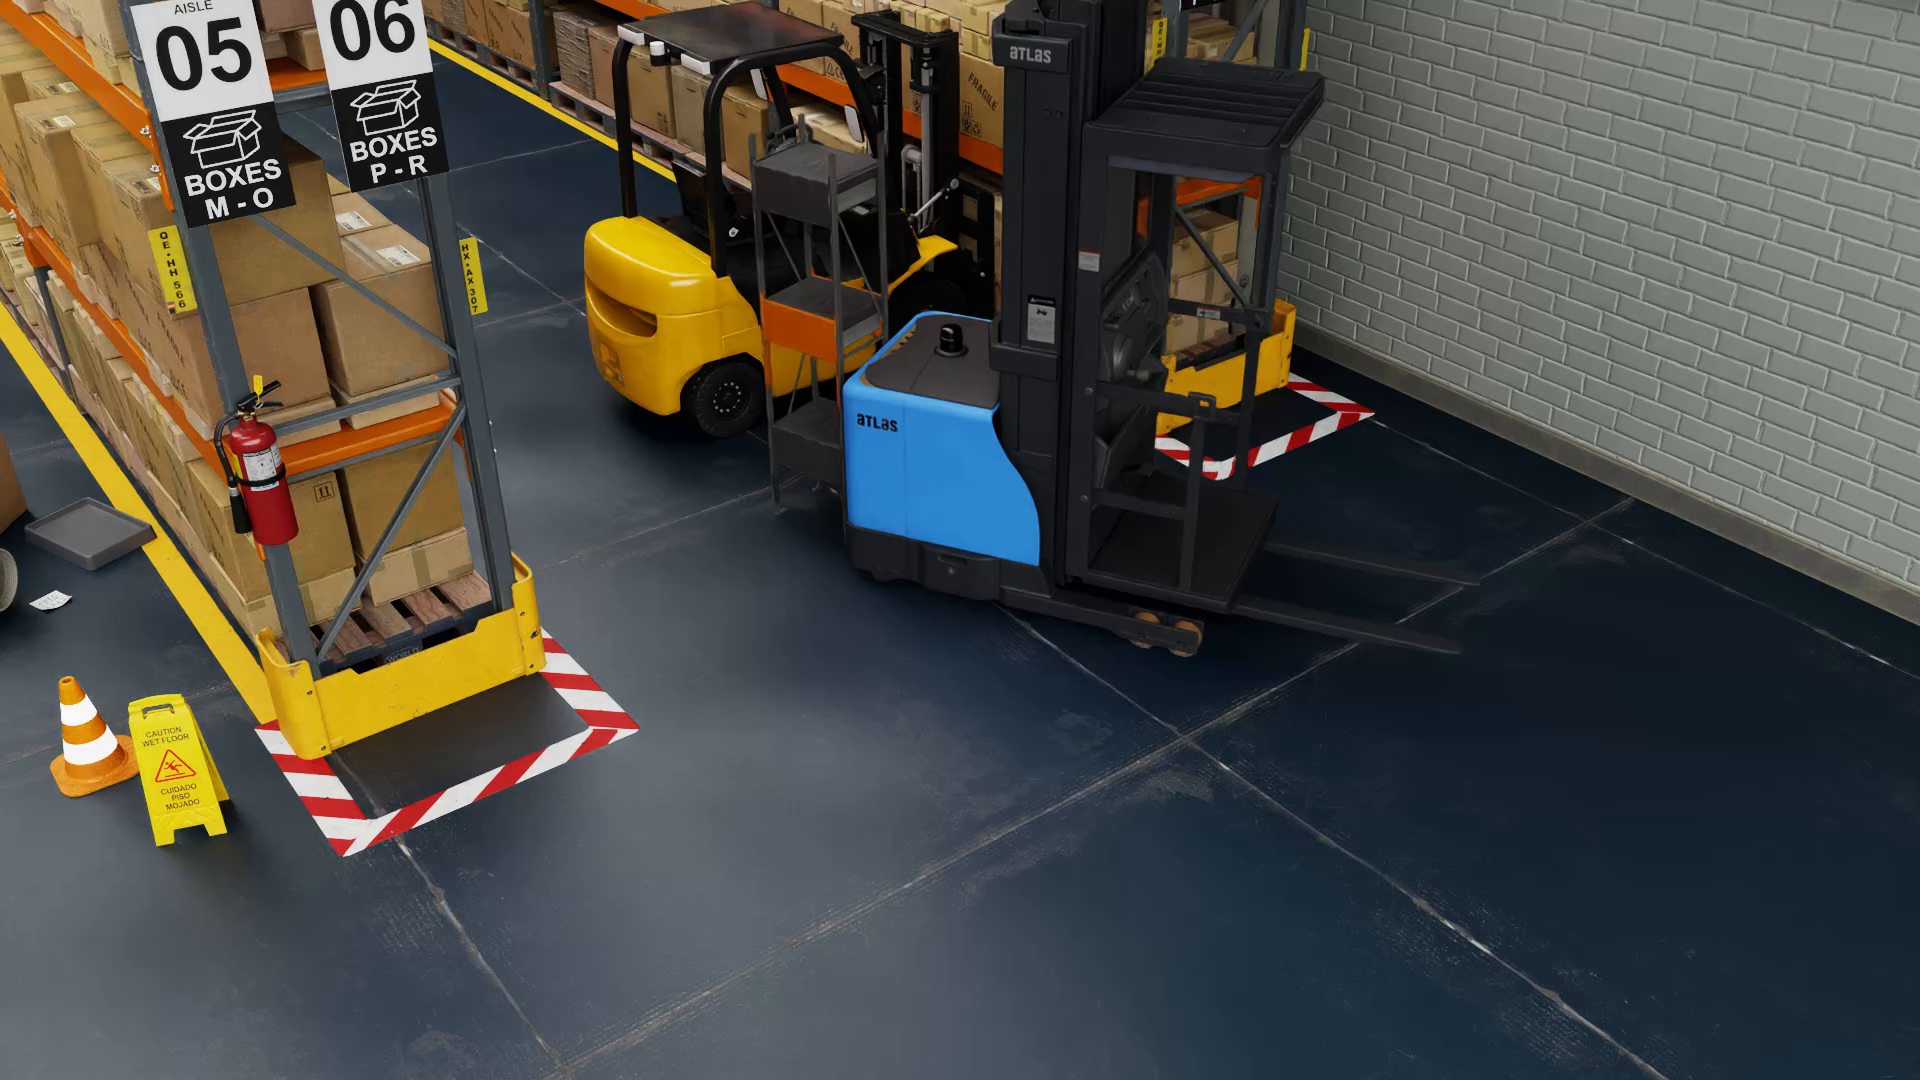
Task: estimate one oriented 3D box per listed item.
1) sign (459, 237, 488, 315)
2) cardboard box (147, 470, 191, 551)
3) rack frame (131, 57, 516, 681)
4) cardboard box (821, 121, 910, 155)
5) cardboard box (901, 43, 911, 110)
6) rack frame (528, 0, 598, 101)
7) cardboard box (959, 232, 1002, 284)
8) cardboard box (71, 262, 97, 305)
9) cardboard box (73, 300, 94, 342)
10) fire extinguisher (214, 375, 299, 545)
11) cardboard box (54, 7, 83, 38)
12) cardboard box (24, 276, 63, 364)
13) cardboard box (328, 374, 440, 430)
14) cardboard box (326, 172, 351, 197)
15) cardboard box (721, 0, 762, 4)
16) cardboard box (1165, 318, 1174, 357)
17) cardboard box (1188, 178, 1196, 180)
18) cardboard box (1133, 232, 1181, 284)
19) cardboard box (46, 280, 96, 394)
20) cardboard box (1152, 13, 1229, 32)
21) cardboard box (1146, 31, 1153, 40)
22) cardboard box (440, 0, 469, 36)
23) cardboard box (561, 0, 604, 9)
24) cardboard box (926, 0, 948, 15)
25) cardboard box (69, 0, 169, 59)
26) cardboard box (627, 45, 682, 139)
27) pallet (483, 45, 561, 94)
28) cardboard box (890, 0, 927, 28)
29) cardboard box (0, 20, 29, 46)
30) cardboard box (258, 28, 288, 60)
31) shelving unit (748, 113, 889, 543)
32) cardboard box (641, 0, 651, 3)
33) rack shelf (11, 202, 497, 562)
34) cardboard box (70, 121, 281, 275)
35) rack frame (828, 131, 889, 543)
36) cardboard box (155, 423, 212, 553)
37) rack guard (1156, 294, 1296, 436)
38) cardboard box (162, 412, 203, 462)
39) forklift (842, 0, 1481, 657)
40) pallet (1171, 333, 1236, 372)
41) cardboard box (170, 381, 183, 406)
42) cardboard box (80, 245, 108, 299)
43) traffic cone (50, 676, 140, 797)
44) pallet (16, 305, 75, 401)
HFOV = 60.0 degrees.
[{"bbox_3d":[-2.009,-1.078,6.822,0.100,0.325,0.005,-22,38,-31],"label":"sign"},{"bbox_3d":[-3.783,-0.230,8.485,0.500,0.250,0.500,-24,39,-33],"label":"cardboard box"},{"bbox_3d":[-2.438,-0.535,6.768,1.000,3.000,0.127,-22,38,-31],"label":"rack frame"},{"bbox_3d":[-0.618,-2.725,11.555,0.500,0.250,0.500,-22,38,-31],"label":"cardboard box"},{"bbox_3d":[-0.262,-3.160,10.900,0.500,0.500,0.500,-23,38,-32],"label":"cardboard box"},{"bbox_3d":[-3.425,-5.476,14.725,1.000,3.000,0.127,-22,38,-31],"label":"rack frame"},{"bbox_3d":[0.303,-1.888,10.680,0.500,0.250,0.500,-23,39,-32],"label":"cardboard box"},{"bbox_3d":[-4.174,-1.324,8.277,0.380,0.149,0.250,-22,38,-31],"label":"cardboard box"},{"bbox_3d":[-4.396,-1.188,8.702,0.380,0.149,0.250,-21,37,-30],"label":"cardboard box"},{"bbox_3d":[-2.732,-0.305,6.472,0.296,0.674,0.183,-22,38,-31],"label":"fire extinguisher"},{"bbox_3d":[-3.485,-2.191,6.830,0.380,0.149,0.250,-23,38,-32],"label":"cardboard box"},{"bbox_3d":[-5.214,-1.482,10.385,0.950,0.372,0.625,-22,38,-31],"label":"cardboard box"},{"bbox_3d":[-2.483,-0.637,7.170,0.380,0.149,0.250,-22,38,-31],"label":"cardboard box"},{"bbox_3d":[-3.143,-1.418,7.813,0.500,0.500,0.500,-23,39,-32],"label":"cardboard box"},{"bbox_3d":[-1.475,-4.080,12.144,0.500,0.250,0.500,-23,39,-32],"label":"cardboard box"},{"bbox_3d":[0.943,-1.246,10.122,0.500,0.250,0.500,-22,38,-31],"label":"cardboard box"},{"bbox_3d":[1.396,-2.481,9.807,0.500,0.500,0.500,-21,37,-30],"label":"cardboard box"},{"bbox_3d":[0.952,-1.668,9.854,0.500,0.250,0.500,-21,37,-30],"label":"cardboard box"},{"bbox_3d":[-4.742,-1.198,9.332,0.500,0.500,0.500,-20,37,-29],"label":"cardboard box"},{"bbox_3d":[1.330,-2.927,9.628,0.380,0.149,0.250,-21,37,-30],"label":"cardboard box"},{"bbox_3d":[0.919,-2.761,9.360,0.380,0.149,0.250,-22,38,-31],"label":"cardboard box"},{"bbox_3d":[-4.809,-5.339,16.475,0.500,0.500,0.500,-24,39,-33],"label":"cardboard box"},{"bbox_3d":[-3.462,-4.859,15.702,0.500,0.500,0.500,-21,37,-30],"label":"cardboard box"},{"bbox_3d":[0.008,-3.416,10.415,0.380,0.149,0.250,-22,38,-31],"label":"cardboard box"},{"bbox_3d":[-2.965,-1.998,6.141,0.500,0.250,0.500,-23,38,-32],"label":"cardboard box"},{"bbox_3d":[-2.233,-3.831,13.929,0.875,0.625,0.625,-24,39,-33],"label":"cardboard box"},{"bbox_3d":[-3.853,-4.615,15.981,1.003,0.211,1.213,-22,38,-31],"label":"pallet"},{"bbox_3d":[-0.222,-3.367,10.618,0.380,0.149,0.250,-24,39,-33],"label":"cardboard box"},{"bbox_3d":[-4.496,-2.322,8.321,0.700,0.500,0.500,-22,38,-31],"label":"cardboard box"},{"bbox_3d":[-2.617,-2.026,6.564,0.380,0.149,0.250,-24,39,-33],"label":"cardboard box"},{"bbox_3d":[-0.682,-1.034,8.425,0.503,2.100,0.431,20,37,29],"label":"shelving unit"},{"bbox_3d":[-2.403,-4.508,13.308,0.500,0.250,0.500,-21,37,-30],"label":"cardboard box"},{"bbox_3d":[-3.664,-1.063,8.300,1.077,0.370,4.000,-22,38,-31],"label":"rack shelf"},{"bbox_3d":[-3.228,-1.484,6.972,0.700,0.500,0.500,-22,38,-31],"label":"cardboard box"},{"bbox_3d":[-0.483,-0.960,8.305,0.015,2.100,0.400,20,37,29],"label":"rack frame"},{"bbox_3d":[-3.458,-0.330,7.935,0.500,0.500,0.500,-21,37,-30],"label":"cardboard box"},{"bbox_3d":[1.495,-1.070,10.000,1.175,0.500,0.348,-22,38,-31],"label":"rack guard"},{"bbox_3d":[-3.413,-0.520,7.627,0.380,0.149,0.250,-21,38,-30],"label":"cardboard box"},{"bbox_3d":[0.989,-1.012,7.602,3.031,2.935,1.130,12,34,19],"label":"forklift"},{"bbox_3d":[0.979,-1.263,10.583,1.003,0.211,1.213,-22,38,-31],"label":"pallet"},{"bbox_3d":[-3.220,-0.698,7.269,0.380,0.149,0.250,-23,39,-32],"label":"cardboard box"},{"bbox_3d":[-3.892,-1.478,7.910,0.500,0.500,0.500,-22,38,-31],"label":"cardboard box"},{"bbox_3d":[-3.721,0.781,7.054,0.336,0.463,0.334,-22,38,-31],"label":"traffic cone"},{"bbox_3d":[-5.369,-1.341,10.710,1.003,0.211,1.213,-22,38,-31],"label":"pallet"}]
